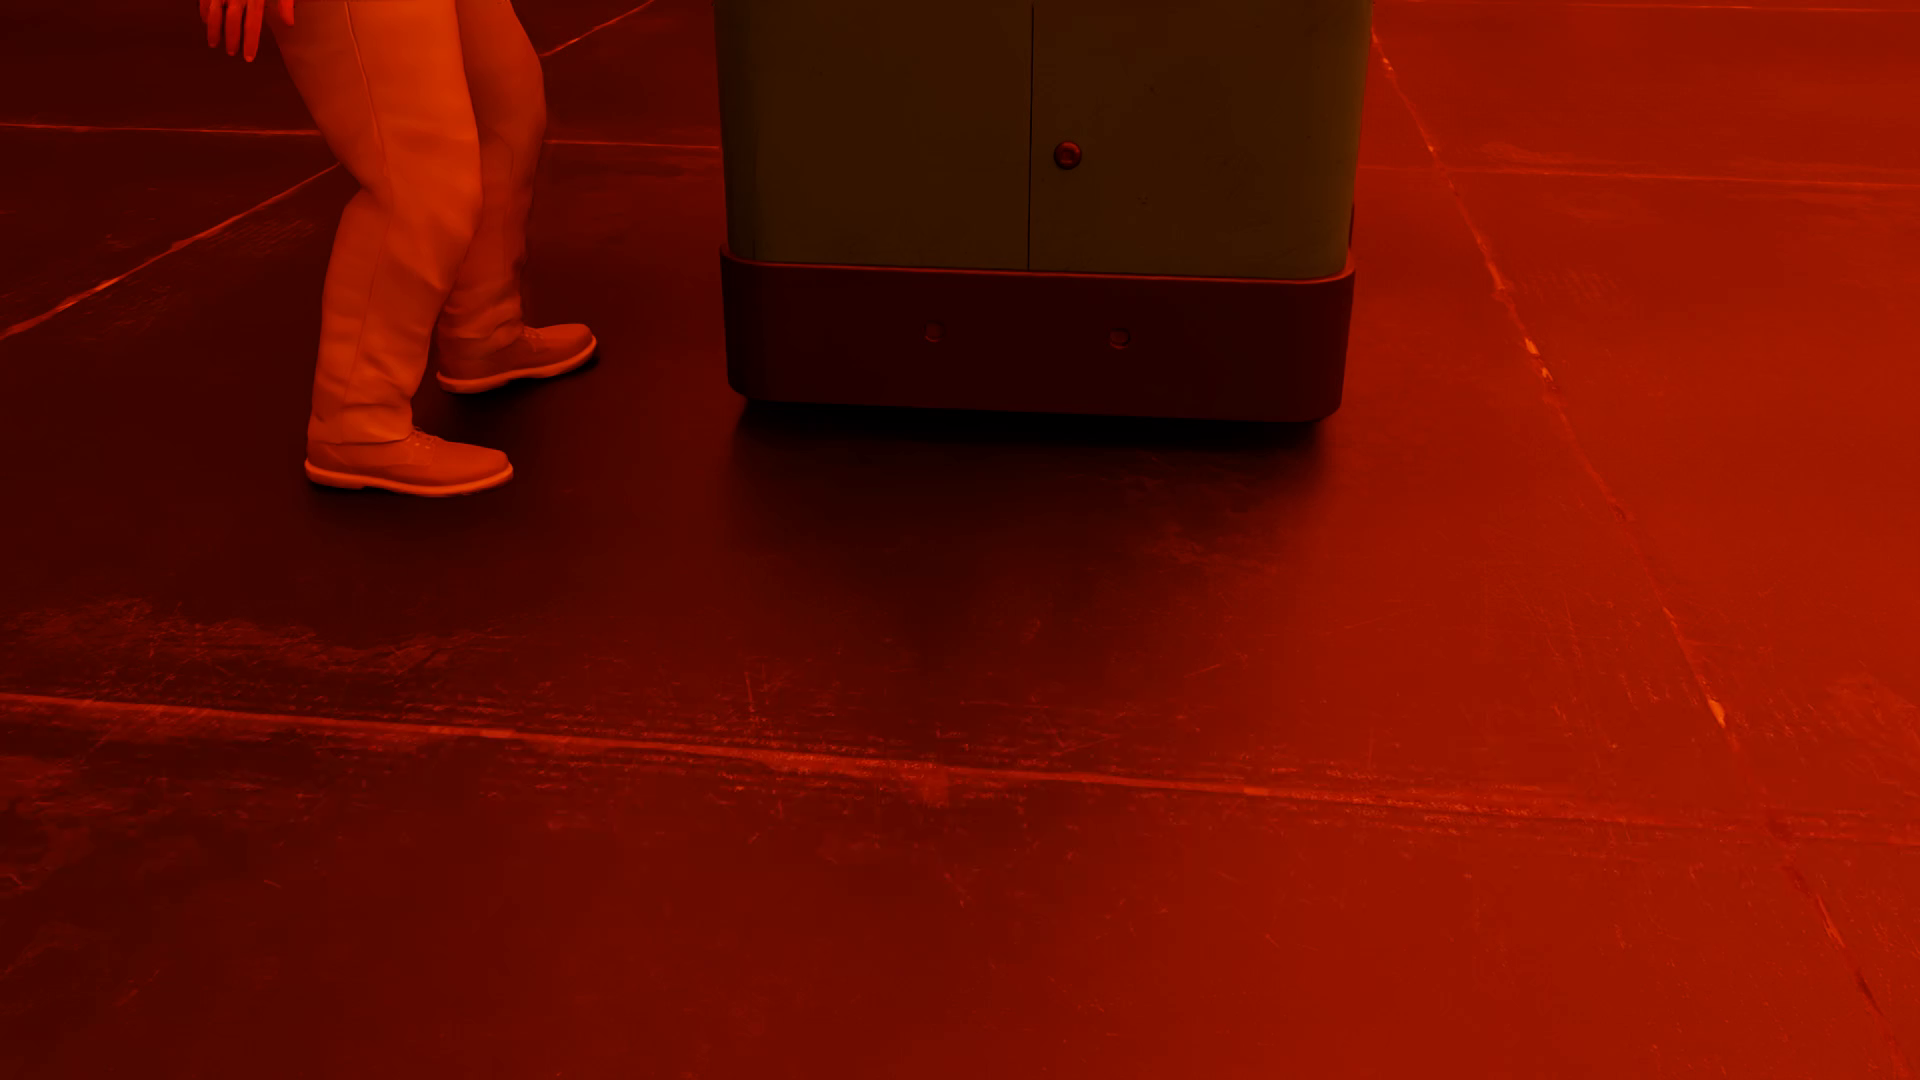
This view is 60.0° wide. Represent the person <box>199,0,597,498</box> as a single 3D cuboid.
[{"bbox_3d":[-0.854,-0.931,2.456,0.415,1.722,0.874,-2,27,-3],"label":"person"}]

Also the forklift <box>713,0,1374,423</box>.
[{"bbox_3d":[0.274,-2.131,3.487,1.130,2.935,3.031,3,27,6],"label":"forklift"}]
